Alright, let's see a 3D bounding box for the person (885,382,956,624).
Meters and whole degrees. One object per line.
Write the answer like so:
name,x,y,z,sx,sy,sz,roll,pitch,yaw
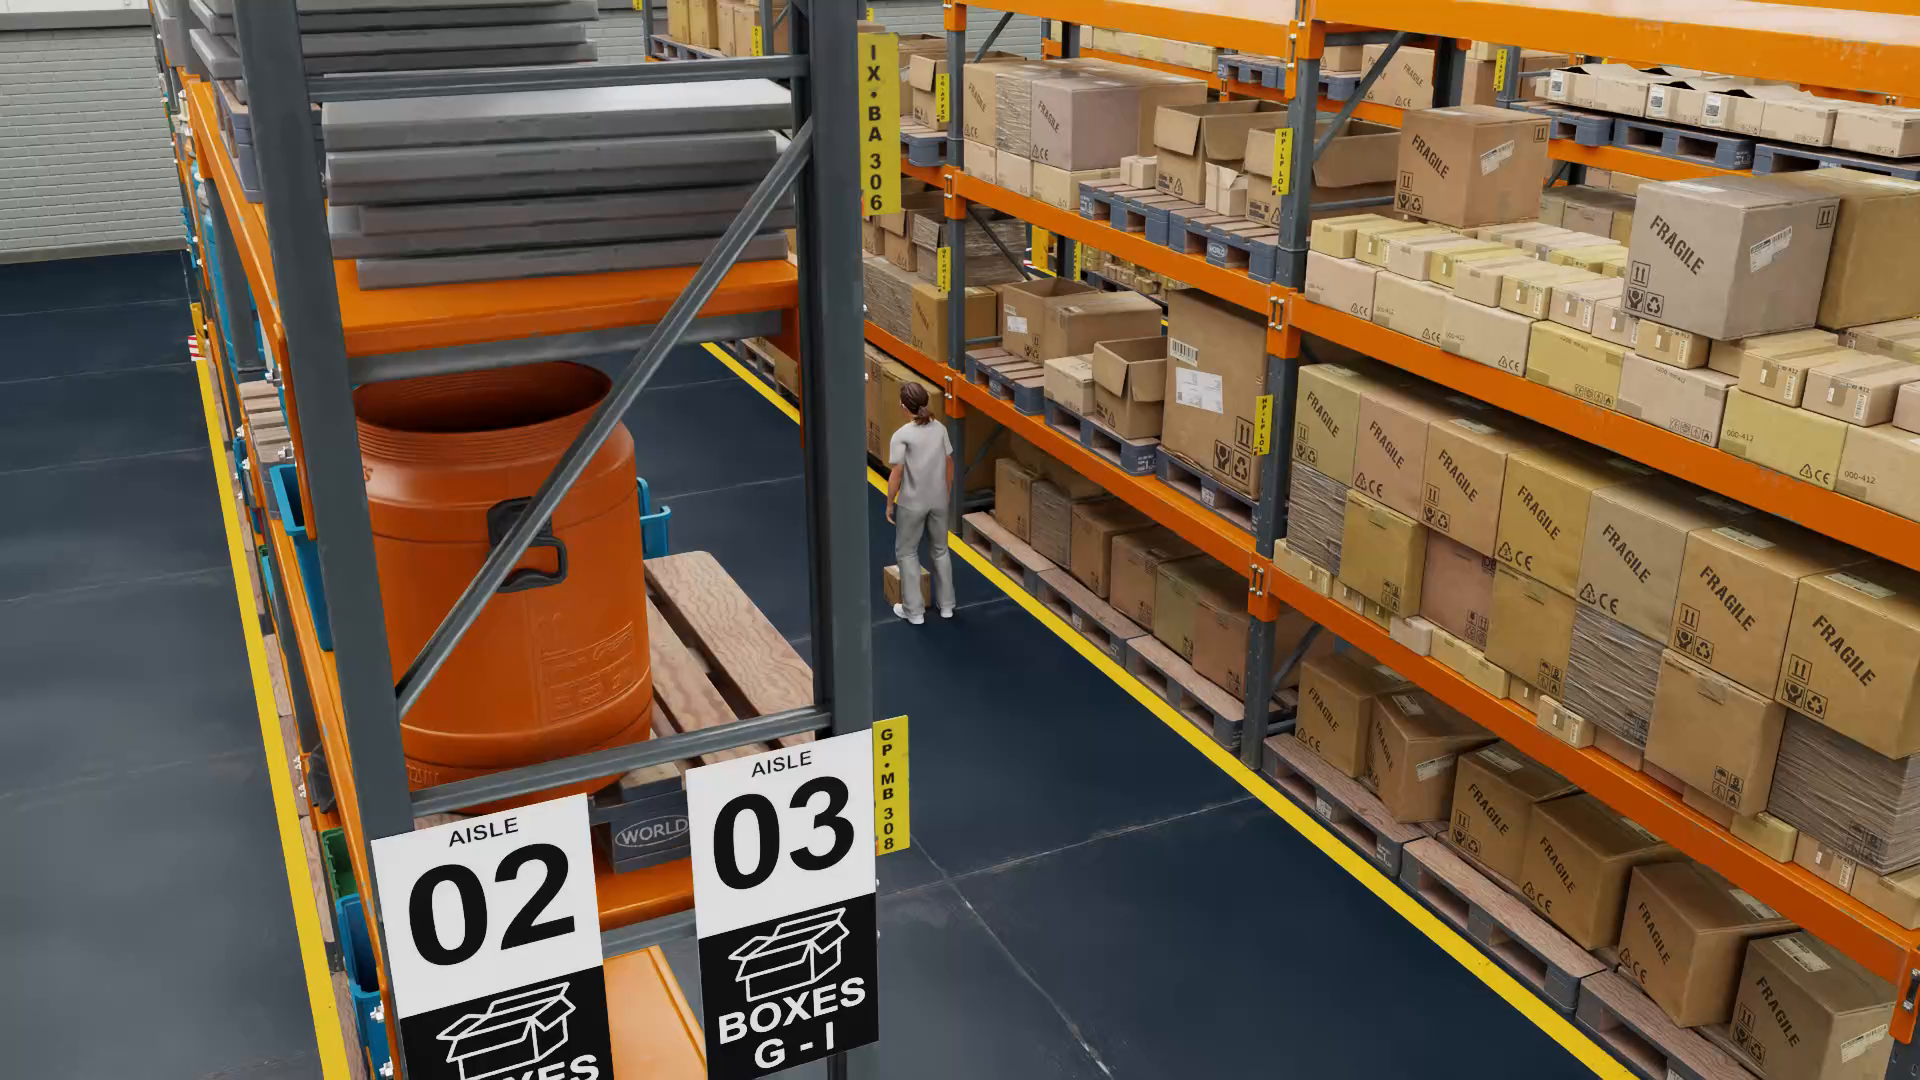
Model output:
person,-0.260,-0.249,11.201,0.513,1.673,0.353,-12,25,-26
